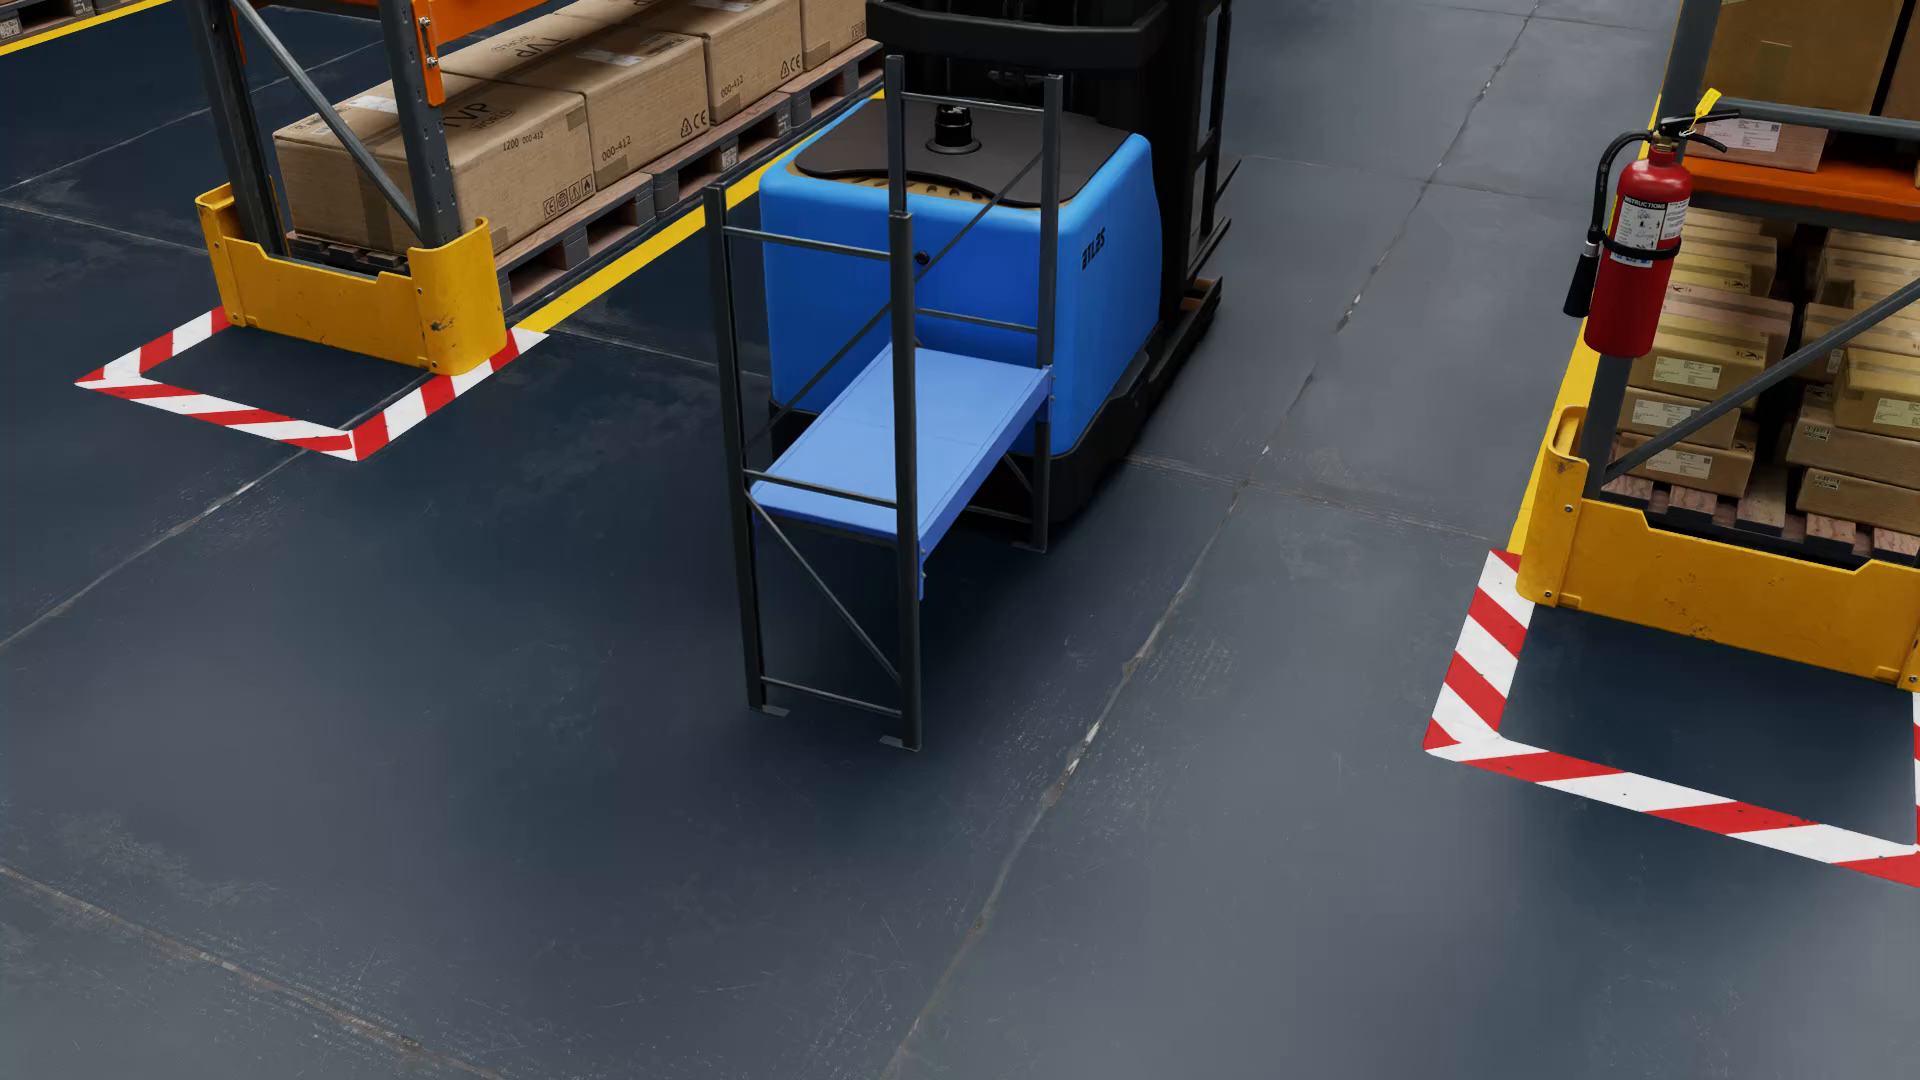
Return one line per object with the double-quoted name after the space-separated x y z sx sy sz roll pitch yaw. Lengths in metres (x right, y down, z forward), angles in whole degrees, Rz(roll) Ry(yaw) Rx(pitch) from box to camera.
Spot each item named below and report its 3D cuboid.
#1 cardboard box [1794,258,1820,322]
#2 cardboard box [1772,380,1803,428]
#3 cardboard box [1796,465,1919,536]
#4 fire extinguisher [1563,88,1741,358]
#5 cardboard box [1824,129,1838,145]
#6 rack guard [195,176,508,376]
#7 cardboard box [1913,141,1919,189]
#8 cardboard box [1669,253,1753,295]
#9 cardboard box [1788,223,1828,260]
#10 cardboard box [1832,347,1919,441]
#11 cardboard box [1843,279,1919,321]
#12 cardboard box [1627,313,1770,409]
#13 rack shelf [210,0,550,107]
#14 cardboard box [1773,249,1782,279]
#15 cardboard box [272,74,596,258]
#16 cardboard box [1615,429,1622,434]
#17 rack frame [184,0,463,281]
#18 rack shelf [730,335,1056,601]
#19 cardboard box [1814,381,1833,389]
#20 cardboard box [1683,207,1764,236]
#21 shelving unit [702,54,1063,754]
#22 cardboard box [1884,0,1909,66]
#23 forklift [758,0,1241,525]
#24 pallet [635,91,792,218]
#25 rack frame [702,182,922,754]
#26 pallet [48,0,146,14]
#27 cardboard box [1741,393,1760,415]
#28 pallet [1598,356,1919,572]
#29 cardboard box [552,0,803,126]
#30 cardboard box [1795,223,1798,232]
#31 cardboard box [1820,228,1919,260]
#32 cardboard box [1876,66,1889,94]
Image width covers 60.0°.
3.098 -0.829 5.724 0.380 0.149 0.250 12 35 18 "cardboard box"
2.870 -0.442 5.405 0.380 0.149 0.250 15 36 21 "cardboard box"
2.737 -0.167 4.987 0.380 0.149 0.250 15 36 21 "cardboard box"
1.703 -0.789 4.128 0.296 0.674 0.183 14 36 20 "fire extinguisher"
2.245 -1.234 4.625 0.380 0.149 0.250 14 36 20 "cardboard box"
-2.321 -1.024 6.356 1.175 0.500 0.348 14 36 20 "rack guard"
2.661 -0.978 4.234 0.380 0.149 0.250 14 36 20 "cardboard box"
2.369 -0.821 5.440 0.380 0.149 0.250 13 36 19 "cardboard box"
3.296 -1.106 6.146 0.380 0.149 0.250 16 36 23 "cardboard box"
2.755 -0.412 4.817 0.380 0.149 0.250 13 35 18 "cardboard box"
2.983 -0.673 5.215 0.380 0.149 0.250 14 36 20 "cardboard box"
2.219 -0.550 5.028 0.380 0.149 0.250 15 36 21 "cardboard box"
-1.474 -2.777 7.406 1.077 0.370 4.000 14 36 20 "rack shelf"
2.910 -1.061 6.349 0.380 0.149 0.250 15 36 22 "cardboard box"
-2.126 -1.538 6.813 0.875 0.438 0.875 13 35 19 "cardboard box"
2.274 -0.441 5.404 0.380 0.149 0.250 15 36 22 "cardboard box"
-2.311 -2.082 5.689 1.000 3.000 0.127 14 36 20 "rack frame"
-0.152 -0.230 4.560 0.538 0.185 1.000 12 35 18 "rack shelf"
2.846 -0.430 5.116 0.380 0.149 0.250 14 36 20 "cardboard box"
2.597 -1.082 5.838 0.380 0.149 0.250 16 36 22 "cardboard box"
-0.152 -0.380 4.462 0.538 1.500 1.048 12 35 18 "shelving unit"
2.867 -1.595 4.585 0.500 0.500 0.500 14 36 21 "cardboard box"
0.391 -2.072 5.736 1.130 2.935 3.031 12 35 18 "forklift"
-1.536 -1.937 8.012 1.003 0.211 1.213 14 36 20 "pallet"
-0.340 -0.121 4.067 0.500 1.500 0.032 12 35 18 "rack frame"
-5.436 -3.703 10.705 1.003 0.211 1.213 14 36 20 "pallet"
2.347 -0.550 5.300 0.380 0.149 0.250 13 36 19 "cardboard box"
2.631 -0.265 5.461 1.003 0.211 1.213 14 36 20 "pallet"
-1.372 -2.444 8.195 0.875 0.438 0.875 13 35 19 "cardboard box"
3.589 -1.339 6.773 0.380 0.149 0.250 13 36 19 "cardboard box"
3.136 -0.951 5.639 0.380 0.149 0.250 16 36 22 "cardboard box"
2.875 -1.396 4.873 0.380 0.149 0.250 16 36 23 "cardboard box"
